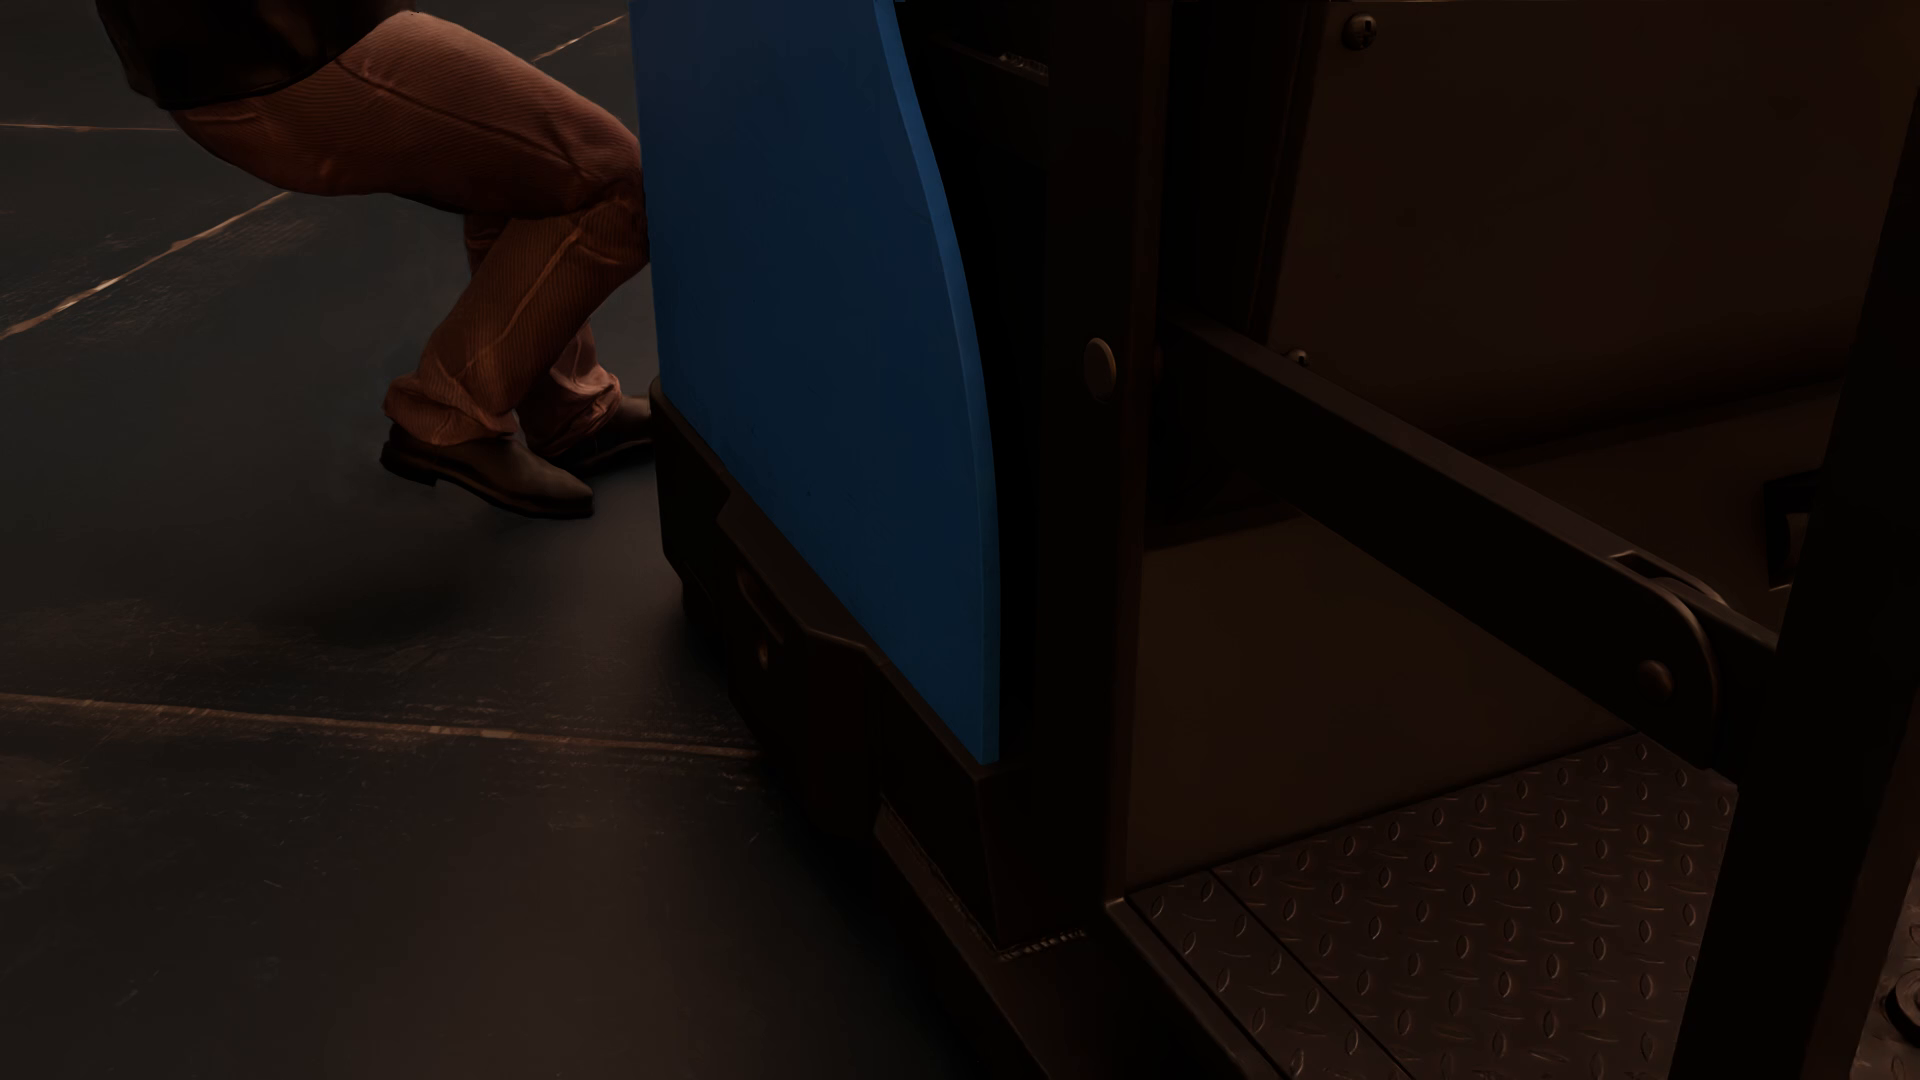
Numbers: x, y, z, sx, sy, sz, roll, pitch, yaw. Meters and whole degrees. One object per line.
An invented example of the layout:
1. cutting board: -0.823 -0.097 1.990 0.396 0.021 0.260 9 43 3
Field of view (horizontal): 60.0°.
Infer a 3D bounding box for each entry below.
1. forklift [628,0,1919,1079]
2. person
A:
1. forklift: 0.675 -0.755 0.730 1.130 2.935 3.031 -12 29 -23
2. person: -0.688 -0.714 2.185 0.836 1.572 1.041 -16 31 -29
